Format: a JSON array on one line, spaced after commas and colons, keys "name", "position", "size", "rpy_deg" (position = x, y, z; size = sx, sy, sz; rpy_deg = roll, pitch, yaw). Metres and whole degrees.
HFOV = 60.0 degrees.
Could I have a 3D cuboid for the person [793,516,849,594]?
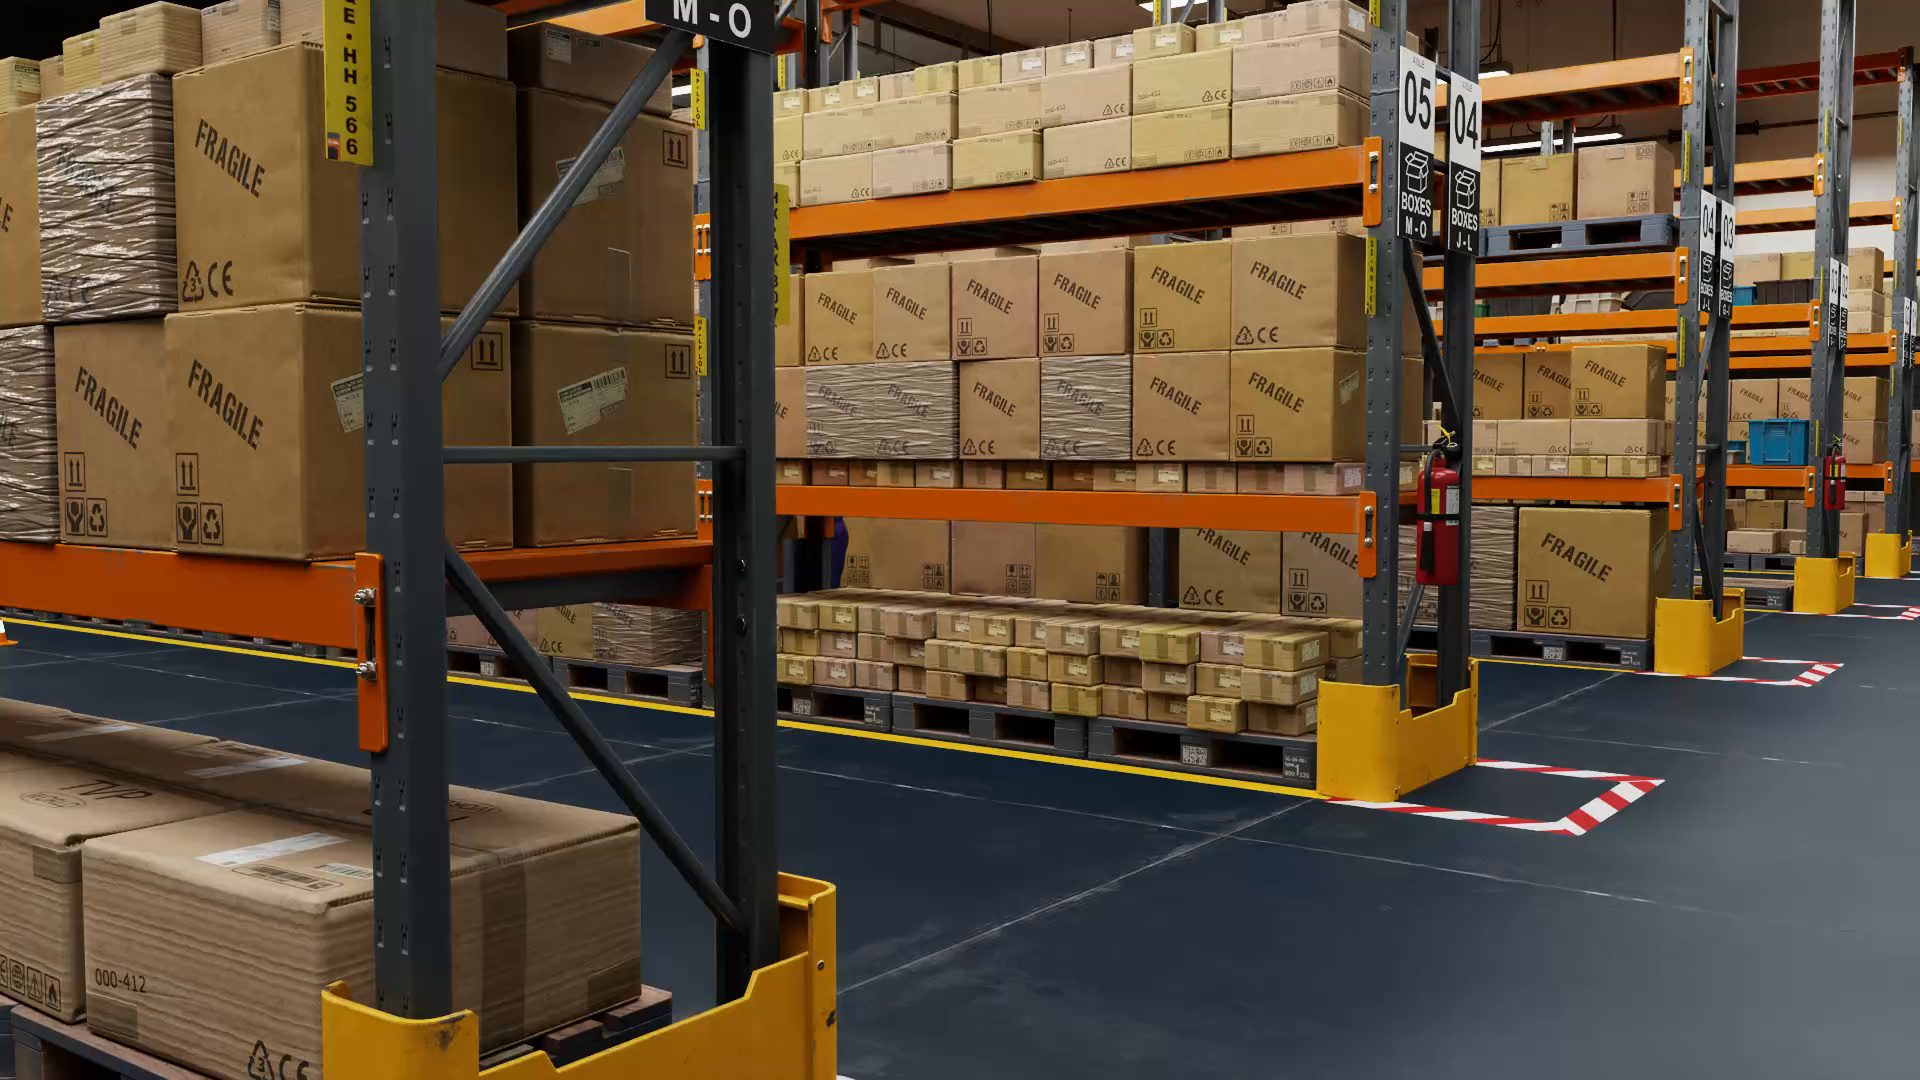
[{"name": "person", "position": [-1.085, 0.007, 12.262], "size": [0.451, 1.641, 0.521], "rpy_deg": [2, 4, 37]}]
